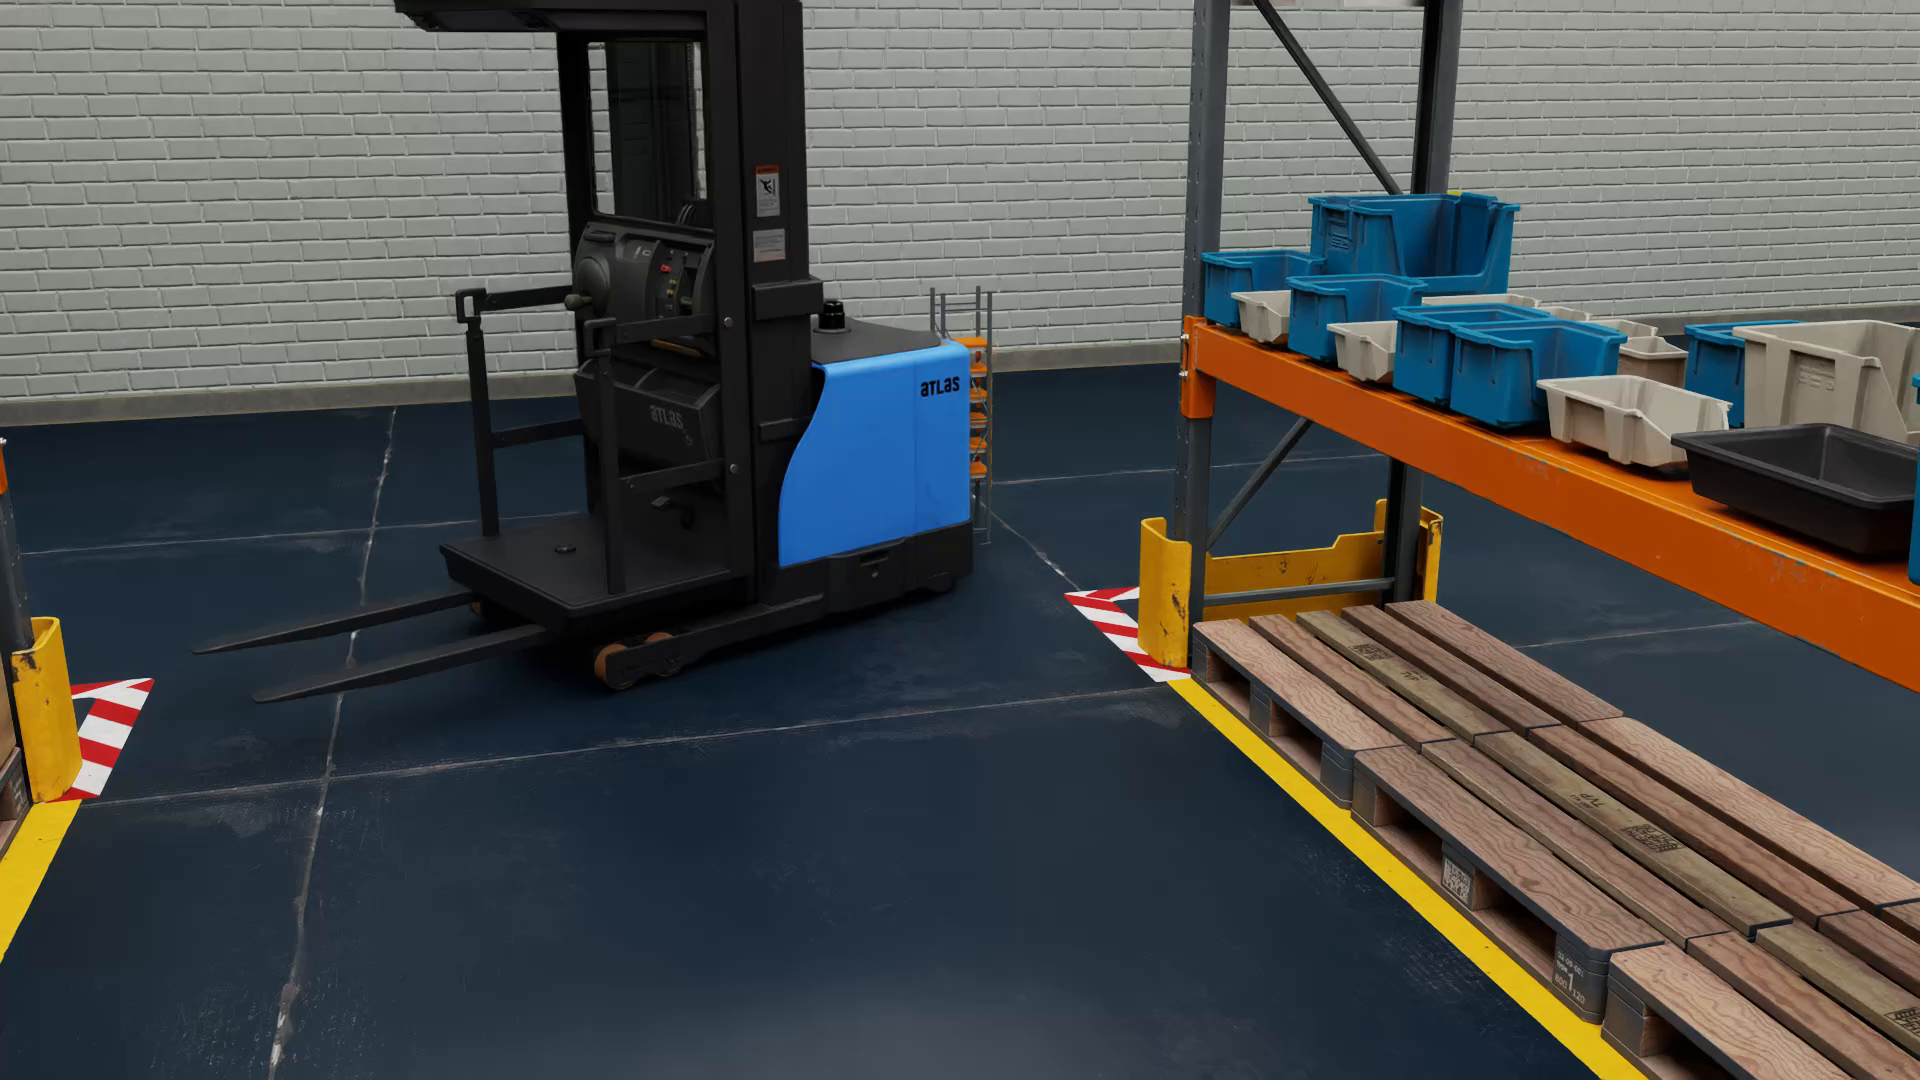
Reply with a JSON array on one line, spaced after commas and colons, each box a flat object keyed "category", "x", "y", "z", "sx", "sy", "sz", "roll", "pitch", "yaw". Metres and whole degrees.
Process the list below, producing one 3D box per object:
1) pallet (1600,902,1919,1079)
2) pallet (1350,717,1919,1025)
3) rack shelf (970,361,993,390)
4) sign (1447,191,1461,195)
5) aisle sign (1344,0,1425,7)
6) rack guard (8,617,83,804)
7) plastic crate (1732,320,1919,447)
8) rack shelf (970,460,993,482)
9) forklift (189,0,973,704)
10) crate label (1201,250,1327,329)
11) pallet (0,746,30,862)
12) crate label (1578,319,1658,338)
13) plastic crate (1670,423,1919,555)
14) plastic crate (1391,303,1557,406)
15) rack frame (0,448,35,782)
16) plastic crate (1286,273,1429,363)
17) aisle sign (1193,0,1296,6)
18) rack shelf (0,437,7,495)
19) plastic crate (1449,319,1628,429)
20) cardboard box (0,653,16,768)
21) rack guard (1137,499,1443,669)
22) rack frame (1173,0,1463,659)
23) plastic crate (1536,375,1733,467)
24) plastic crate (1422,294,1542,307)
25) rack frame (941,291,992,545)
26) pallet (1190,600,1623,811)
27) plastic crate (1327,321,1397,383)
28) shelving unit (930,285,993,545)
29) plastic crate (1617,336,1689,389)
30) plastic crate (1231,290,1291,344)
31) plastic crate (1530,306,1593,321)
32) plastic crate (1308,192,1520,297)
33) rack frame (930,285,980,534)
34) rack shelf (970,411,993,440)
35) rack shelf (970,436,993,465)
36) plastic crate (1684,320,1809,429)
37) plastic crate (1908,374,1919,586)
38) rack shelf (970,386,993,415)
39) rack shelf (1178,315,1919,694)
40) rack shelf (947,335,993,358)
[{"category": "pallet", "x": 2.175, "y": 1.210, "z": 3.555, "sx": 1.003, "sy": 0.211, "sz": 1.213, "roll": -5, "pitch": 17, "yaw": -15}, {"category": "pallet", "x": 1.836, "y": 0.872, "z": 4.681, "sx": 1.003, "sy": 0.211, "sz": 1.213, "roll": -5, "pitch": 17, "yaw": -15}, {"category": "rack shelf", "x": 0.004, "y": -0.758, "z": 7.710, "sx": 0.258, "sy": 0.103, "sz": 0.180, "roll": -5, "pitch": 17, "yaw": -15}, {"category": "sign", "x": 1.840, "y": -1.157, "z": 6.307, "sx": 0.100, "sy": 0.325, "sz": 0.005, "roll": -5, "pitch": 17, "yaw": -15}, {"category": "aisle sign", "x": 1.577, "y": -2.319, "z": 5.940, "sx": 0.394, "sy": 0.787, "sz": 0.004, "roll": -5, "pitch": 17, "yaw": -15}, {"category": "rack guard", "x": -3.428, "y": 0.578, "z": 5.160, "sx": 1.175, "sy": 0.500, "sz": 0.348, "roll": -5, "pitch": 17, "yaw": -15}, {"category": "plastic crate", "x": 2.172, "y": -0.334, "z": 3.950, "sx": 0.437, "sy": 0.282, "sz": 0.530, "roll": -5, "pitch": 17, "yaw": -15}, {"category": "rack shelf", "x": 0.004, "y": -0.298, "z": 7.848, "sx": 0.258, "sy": 0.103, "sz": 0.180, "roll": -5, "pitch": 17, "yaw": -15}, {"category": "forklift", "x": -1.380, "y": -1.022, "z": 6.259, "sx": 3.031, "sy": 2.935, "sz": 1.130, "roll": -14, "pitch": 22, "yaw": -40}, {"category": "crate label", "x": 1.067, "y": -0.885, "z": 5.872, "sx": 0.416, "sy": 0.233, "sz": 0.303, "roll": -5, "pitch": 17, "yaw": -15}, {"category": "pallet", "x": -3.208, "y": 0.937, "z": 4.468, "sx": 1.003, "sy": 0.211, "sz": 1.213, "roll": -5, "pitch": 17, "yaw": -15}, {"category": "crate label", "x": 1.879, "y": -0.566, "z": 4.976, "sx": 0.396, "sy": 0.136, "sz": 0.243, "roll": -5, "pitch": 17, "yaw": -15}, {"category": "plastic crate", "x": 1.849, "y": -0.110, "z": 3.478, "sx": 0.437, "sy": 0.125, "sz": 0.590, "roll": -5, "pitch": 17, "yaw": -15}, {"category": "plastic crate", "x": 1.428, "y": -0.521, "z": 4.660, "sx": 0.416, "sy": 0.233, "sz": 0.300, "roll": -5, "pitch": 17, "yaw": -15}, {"category": "rack frame", "x": -3.448, "y": -0.641, "z": 4.871, "sx": 1.000, "sy": 3.000, "sz": 0.127, "roll": -5, "pitch": 17, "yaw": -15}, {"category": "plastic crate", "x": 1.247, "y": -0.703, "z": 5.266, "sx": 0.416, "sy": 0.233, "sz": 0.300, "roll": -5, "pitch": 17, "yaw": -15}, {"category": "aisle sign", "x": 1.010, "y": -2.273, "z": 5.785, "sx": 0.394, "sy": 0.787, "sz": 0.004, "roll": -5, "pitch": 17, "yaw": -15}, {"category": "rack shelf", "x": -2.899, "y": 0.257, "z": 3.132, "sx": 1.077, "sy": 0.370, "sz": 4.000, "roll": -5, "pitch": 17, "yaw": -15}, {"category": "plastic crate", "x": 1.511, "y": -0.438, "z": 4.383, "sx": 0.416, "sy": 0.233, "sz": 0.300, "roll": -5, "pitch": 17, "yaw": -15}, {"category": "cardboard box", "x": -3.062, "y": 0.477, "z": 4.731, "sx": 0.500, "sy": 0.500, "sz": 0.500, "roll": -5, "pitch": 17, "yaw": -15}, {"category": "rack guard", "x": 1.296, "y": 0.160, "z": 6.549, "sx": 1.175, "sy": 0.500, "sz": 0.348, "roll": -5, "pitch": 17, "yaw": -15}, {"category": "rack frame", "x": 1.315, "y": -1.031, "z": 6.171, "sx": 1.000, "sy": 3.000, "sz": 0.127, "roll": -5, "pitch": 17, "yaw": -15}, {"category": "plastic crate", "x": 1.647, "y": -0.285, "z": 4.041, "sx": 0.293, "sy": 0.136, "sz": 0.466, "roll": -5, "pitch": 17, "yaw": -15}, {"category": "plastic crate", "x": 1.713, "y": -0.722, "z": 5.497, "sx": 0.396, "sy": 0.136, "sz": 0.243, "roll": -5, "pitch": 17, "yaw": -15}, {"category": "rack frame", "x": 0.029, "y": -0.545, "z": 7.682, "sx": 0.240, "sy": 1.200, "sz": 0.006, "roll": -5, "pitch": 17, "yaw": -15}, {"category": "pallet", "x": 1.505, "y": 0.536, "z": 5.802, "sx": 1.003, "sy": 0.211, "sz": 1.213, "roll": -5, "pitch": 17, "yaw": -15}, {"category": "plastic crate", "x": 1.262, "y": -0.556, "z": 4.944, "sx": 0.250, "sy": 0.136, "sz": 0.298, "roll": -5, "pitch": 17, "yaw": -15}, {"category": "shelving unit", "x": 0.004, "y": -0.571, "z": 7.766, "sx": 0.258, "sy": 1.200, "sz": 0.189, "roll": -5, "pitch": 17, "yaw": -15}, {"category": "plastic crate", "x": 1.978, "y": -0.486, "z": 4.708, "sx": 0.298, "sy": 0.136, "sz": 0.250, "roll": -5, "pitch": 17, "yaw": -15}, {"category": "plastic crate", "x": 1.075, "y": -0.744, "z": 5.569, "sx": 0.250, "sy": 0.136, "sz": 0.298, "roll": -5, "pitch": 17, "yaw": -15}, {"category": "plastic crate", "x": 1.779, "y": -0.641, "z": 5.226, "sx": 0.396, "sy": 0.136, "sz": 0.243, "roll": -5, "pitch": 17, "yaw": -15}, {"category": "plastic crate", "x": 1.587, "y": -0.999, "z": 5.898, "sx": 0.616, "sy": 0.435, "sz": 0.499, "roll": -5, "pitch": 17, "yaw": -15}, {"category": "rack frame", "x": -0.021, "y": -0.596, "z": 7.850, "sx": 0.240, "sy": 1.200, "sz": 0.006, "roll": -5, "pitch": 17, "yaw": -15}, {"category": "rack shelf", "x": 0.004, "y": -0.528, "z": 7.779, "sx": 0.258, "sy": 0.103, "sz": 0.180, "roll": -5, "pitch": 17, "yaw": -15}, {"category": "rack shelf", "x": 0.004, "y": -0.413, "z": 7.813, "sx": 0.258, "sy": 0.103, "sz": 0.180, "roll": -5, "pitch": 17, "yaw": -15}, {"category": "plastic crate", "x": 2.126, "y": -0.432, "z": 4.363, "sx": 0.416, "sy": 0.233, "sz": 0.300, "roll": -5, "pitch": 17, "yaw": -15}, {"category": "plastic crate", "x": 1.958, "y": -0.048, "z": 2.821, "sx": 0.392, "sy": 0.384, "sz": 0.575, "roll": -5, "pitch": 17, "yaw": -15}, {"category": "rack shelf", "x": 0.004, "y": -0.643, "z": 7.744, "sx": 0.258, "sy": 0.103, "sz": 0.180, "roll": -5, "pitch": 17, "yaw": -15}, {"category": "rack shelf", "x": 1.865, "y": -0.133, "z": 4.433, "sx": 1.077, "sy": 0.370, "sz": 4.000, "roll": -5, "pitch": 17, "yaw": -15}, {"category": "rack shelf", "x": 0.004, "y": -0.873, "z": 7.675, "sx": 0.258, "sy": 0.103, "sz": 0.180, "roll": -5, "pitch": 17, "yaw": -15}]
